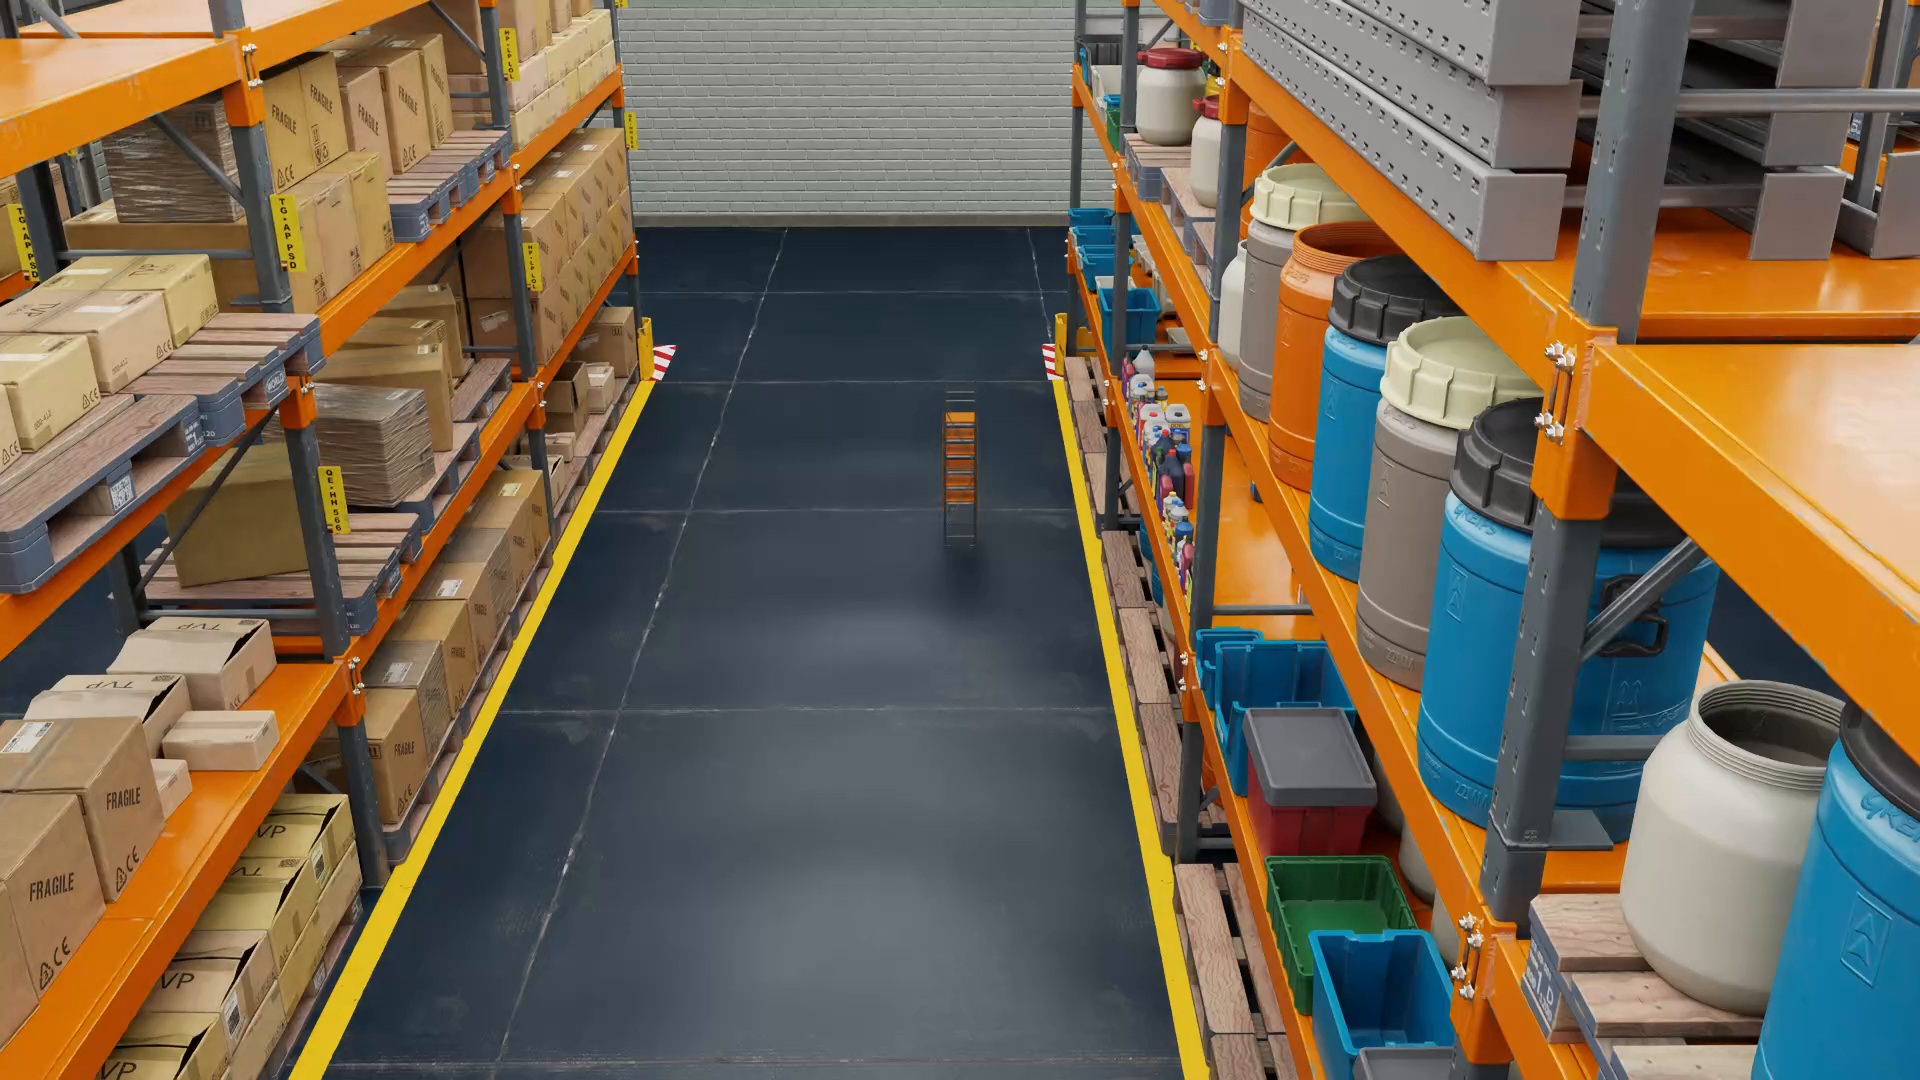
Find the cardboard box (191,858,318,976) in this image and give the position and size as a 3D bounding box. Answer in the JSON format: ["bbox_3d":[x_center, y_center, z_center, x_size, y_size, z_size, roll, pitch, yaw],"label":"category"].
[{"bbox_3d":[-3.106,1.589,7.127,0.500,0.311,0.500,-1,24,-1],"label":"cardboard box"}]

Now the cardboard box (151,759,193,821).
[{"bbox_3d":[-3.300,0.994,6.601,0.380,0.149,0.250,2,24,3],"label":"cardboard box"}]

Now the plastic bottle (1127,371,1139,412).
[{"bbox_3d":[1.138,-0.961,10.774,0.097,0.271,0.097,0,24,0],"label":"plastic bottle"}]

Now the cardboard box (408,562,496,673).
[{"bbox_3d":[-3.112,0.466,9.962,0.500,0.500,0.500,-1,24,-2],"label":"cardboard box"}]

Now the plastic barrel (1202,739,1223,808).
[{"bbox_3d":[1.560,0.929,8.563,0.600,0.830,0.708,0,24,-1],"label":"plastic barrel"}]

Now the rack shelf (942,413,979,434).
[{"bbox_3d":[0.000,-0.828,11.743,0.258,0.103,0.180,0,24,-1],"label":"rack shelf"}]

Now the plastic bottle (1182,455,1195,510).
[{"bbox_3d":[1.281,-0.326,9.356,0.061,0.283,0.133,0,24,-1],"label":"plastic bottle"}]

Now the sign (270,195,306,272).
[{"bbox_3d":[-2.815,-1.284,6.968,0.100,0.325,0.005,0,24,-1],"label":"sign"}]

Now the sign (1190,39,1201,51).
[{"bbox_3d":[2.045,-4.292,14.469,0.100,0.325,0.005,0,24,-1],"label":"sign"}]

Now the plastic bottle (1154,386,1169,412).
[{"bbox_3d":[1.292,-0.890,10.701,0.097,0.201,0.097,0,24,0],"label":"plastic bottle"}]

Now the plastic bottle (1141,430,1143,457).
[{"bbox_3d":[1.147,-0.603,10.067,0.097,0.201,0.097,0,24,0],"label":"plastic bottle"}]

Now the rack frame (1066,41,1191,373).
[{"bbox_3d":[1.495,-2.963,15.046,1.000,3.000,0.127,0,24,-1],"label":"rack frame"}]

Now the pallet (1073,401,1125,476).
[{"bbox_3d":[1.476,-0.851,13.760,1.003,0.211,1.213,0,24,-1],"label":"pallet"}]

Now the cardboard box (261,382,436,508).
[{"bbox_3d":[-3.309,-0.520,9.012,0.700,0.500,0.500,4,25,9],"label":"cardboard box"}]

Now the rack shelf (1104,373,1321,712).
[{"bbox_3d":[1.561,-0.163,9.727,1.077,0.370,4.000,0,24,-1],"label":"rack shelf"}]

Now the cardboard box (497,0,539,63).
[{"bbox_3d":[-3.321,-3.569,11.410,0.700,0.500,0.500,0,24,-1],"label":"cardboard box"}]

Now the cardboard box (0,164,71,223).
[{"bbox_3d":[-8.396,-2.845,14.421,0.980,0.700,0.700,1,24,2],"label":"cardboard box"}]

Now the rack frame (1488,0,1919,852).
[{"bbox_3d":[1.626,-0.752,2.876,1.000,3.000,0.127,0,24,-1],"label":"rack frame"}]

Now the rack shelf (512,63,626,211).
[{"bbox_3d":[-3.436,-3.157,12.708,1.077,0.370,4.000,0,24,-1],"label":"rack shelf"}]

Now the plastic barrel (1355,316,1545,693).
[{"bbox_3d":[1.397,-0.092,4.448,0.600,0.901,0.600,0,24,0],"label":"plastic barrel"}]

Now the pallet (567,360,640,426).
[{"bbox_3d":[-3.447,-1.312,14.779,1.003,0.211,1.213,0,24,-1],"label":"pallet"}]

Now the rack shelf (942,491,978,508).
[{"bbox_3d":[0.000,-0.282,11.990,0.258,0.103,0.180,0,24,-1],"label":"rack shelf"}]

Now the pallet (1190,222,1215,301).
[{"bbox_3d":[1.672,-1.263,7.875,1.003,0.211,1.213,0,24,-1],"label":"pallet"}]

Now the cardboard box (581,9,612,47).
[{"bbox_3d":[-3.197,-4.258,13.844,0.500,0.250,0.500,0,24,-1],"label":"cardboard box"}]

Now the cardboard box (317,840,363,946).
[{"bbox_3d":[-3.121,1.631,7.714,0.500,0.250,0.500,0,24,1],"label":"cardboard box"}]

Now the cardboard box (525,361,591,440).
[{"bbox_3d":[-3.440,-1.132,13.491,0.797,0.503,0.637,0,24,-1],"label":"cardboard box"}]

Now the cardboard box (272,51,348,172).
[{"bbox_3d":[-3.380,-2.114,8.193,0.500,0.500,0.500,0,24,-1],"label":"cardboard box"}]

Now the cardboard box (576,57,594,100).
[{"bbox_3d":[-3.176,-3.618,13.036,0.500,0.250,0.500,0,24,-1],"label":"cardboard box"}]

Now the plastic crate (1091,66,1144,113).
[{"bbox_3d":[1.211,-3.361,12.429,0.437,0.282,0.530,0,24,-1],"label":"plastic crate"}]

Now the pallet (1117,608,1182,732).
[{"bbox_3d":[1.522,0.778,10.158,1.003,0.211,1.213,0,24,-1],"label":"pallet"}]

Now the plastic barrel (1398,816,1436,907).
[{"bbox_3d":[1.822,1.044,6.021,0.433,0.535,0.433,0,24,0],"label":"plastic barrel"}]

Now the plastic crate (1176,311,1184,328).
[{"bbox_3d":[1.780,-1.741,12.192,0.402,0.464,0.583,0,24,-1],"label":"plastic crate"}]

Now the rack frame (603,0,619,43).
[{"bbox_3d":[-3.458,-5.676,13.763,1.000,3.000,0.127,0,24,-1],"label":"rack frame"}]

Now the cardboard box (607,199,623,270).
[{"bbox_3d":[-3.172,-2.591,14.101,0.500,0.500,0.500,0,24,0],"label":"cardboard box"}]

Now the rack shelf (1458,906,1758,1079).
[{"bbox_3d":[1.648,1.767,1.820,1.077,0.370,4.000,0,24,-1],"label":"rack shelf"}]

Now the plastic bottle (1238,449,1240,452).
[{"bbox_3d":[1.753,-0.674,10.139,0.097,0.271,0.097,0,24,0],"label":"plastic bottle"}]

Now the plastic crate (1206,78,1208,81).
[{"bbox_3d":[1.800,-3.135,11.944,0.497,0.269,0.590,0,24,-1],"label":"plastic crate"}]

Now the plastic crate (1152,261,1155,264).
[{"bbox_3d":[1.723,-2.179,13.559,0.298,0.136,0.250,0,24,-1],"label":"plastic crate"}]

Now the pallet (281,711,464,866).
[{"bbox_3d":[-3.341,1.317,8.966,1.003,0.211,1.213,0,24,-1],"label":"pallet"}]

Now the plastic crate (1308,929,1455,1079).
[{"bbox_3d":[1.303,1.536,5.118,0.392,0.384,0.575,0,24,-1],"label":"plastic crate"}]

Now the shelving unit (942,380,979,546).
[{"bbox_3d":[0.000,-0.541,11.873,0.258,1.200,0.189,0,24,-1],"label":"shelving unit"}]

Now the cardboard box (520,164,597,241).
[{"bbox_3d":[-3.156,-2.628,12.970,0.500,0.500,0.500,0,24,1],"label":"cardboard box"}]

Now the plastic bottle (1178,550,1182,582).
[{"bbox_3d":[1.166,0.116,8.478,0.097,0.201,0.097,0,24,0],"label":"plastic bottle"}]

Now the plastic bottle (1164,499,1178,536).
[{"bbox_3d":[1.160,-0.125,9.010,0.097,0.201,0.097,0,24,0],"label":"plastic bottle"}]

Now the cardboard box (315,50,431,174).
[{"bbox_3d":[-3.452,-2.460,9.541,0.600,0.600,0.600,-1,24,-1],"label":"cardboard box"}]

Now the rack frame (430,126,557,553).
[{"bbox_3d":[-3.414,-1.294,11.355,1.000,3.000,0.127,0,24,-1],"label":"rack frame"}]

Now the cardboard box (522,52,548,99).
[{"bbox_3d":[-3.178,-3.228,11.566,0.500,0.250,0.500,0,24,-1],"label":"cardboard box"}]

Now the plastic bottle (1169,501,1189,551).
[{"bbox_3d":[1.162,-0.076,8.818,0.097,0.271,0.097,0,24,0],"label":"plastic bottle"}]

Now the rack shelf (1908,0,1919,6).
[{"bbox_3d":[6.513,-2.737,8.623,1.077,0.370,4.000,0,24,-1],"label":"rack shelf"}]

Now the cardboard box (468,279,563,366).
[{"bbox_3d":[-3.147,-1.551,11.802,0.500,0.500,0.500,0,24,1],"label":"cardboard box"}]

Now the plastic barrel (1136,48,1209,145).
[{"bbox_3d":[1.294,-2.717,10.186,0.433,0.535,0.433,0,24,0],"label":"plastic barrel"}]

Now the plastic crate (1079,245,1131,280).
[{"bbox_3d":[1.183,-2.269,13.640,0.416,0.233,0.300,0,24,-1],"label":"plastic crate"}]

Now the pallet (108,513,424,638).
[{"bbox_3d":[-3.448,0.162,8.367,1.213,0.211,1.003,0,24,-1],"label":"pallet"}]

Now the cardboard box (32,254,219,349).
[{"bbox_3d":[-3.309,-0.949,6.624,0.500,0.250,0.500,-2,24,-4],"label":"cardboard box"}]

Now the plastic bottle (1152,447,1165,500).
[{"bbox_3d":[1.136,-0.381,9.476,0.061,0.283,0.133,0,24,-1],"label":"plastic bottle"}]

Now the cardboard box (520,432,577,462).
[{"bbox_3d":[-3.222,-0.734,13.021,0.380,0.166,0.250,0,24,-1],"label":"cardboard box"}]

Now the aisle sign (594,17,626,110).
[{"bbox_3d":[-3.152,-4.157,14.529,0.394,0.787,0.004,0,24,-1],"label":"aisle sign"}]
